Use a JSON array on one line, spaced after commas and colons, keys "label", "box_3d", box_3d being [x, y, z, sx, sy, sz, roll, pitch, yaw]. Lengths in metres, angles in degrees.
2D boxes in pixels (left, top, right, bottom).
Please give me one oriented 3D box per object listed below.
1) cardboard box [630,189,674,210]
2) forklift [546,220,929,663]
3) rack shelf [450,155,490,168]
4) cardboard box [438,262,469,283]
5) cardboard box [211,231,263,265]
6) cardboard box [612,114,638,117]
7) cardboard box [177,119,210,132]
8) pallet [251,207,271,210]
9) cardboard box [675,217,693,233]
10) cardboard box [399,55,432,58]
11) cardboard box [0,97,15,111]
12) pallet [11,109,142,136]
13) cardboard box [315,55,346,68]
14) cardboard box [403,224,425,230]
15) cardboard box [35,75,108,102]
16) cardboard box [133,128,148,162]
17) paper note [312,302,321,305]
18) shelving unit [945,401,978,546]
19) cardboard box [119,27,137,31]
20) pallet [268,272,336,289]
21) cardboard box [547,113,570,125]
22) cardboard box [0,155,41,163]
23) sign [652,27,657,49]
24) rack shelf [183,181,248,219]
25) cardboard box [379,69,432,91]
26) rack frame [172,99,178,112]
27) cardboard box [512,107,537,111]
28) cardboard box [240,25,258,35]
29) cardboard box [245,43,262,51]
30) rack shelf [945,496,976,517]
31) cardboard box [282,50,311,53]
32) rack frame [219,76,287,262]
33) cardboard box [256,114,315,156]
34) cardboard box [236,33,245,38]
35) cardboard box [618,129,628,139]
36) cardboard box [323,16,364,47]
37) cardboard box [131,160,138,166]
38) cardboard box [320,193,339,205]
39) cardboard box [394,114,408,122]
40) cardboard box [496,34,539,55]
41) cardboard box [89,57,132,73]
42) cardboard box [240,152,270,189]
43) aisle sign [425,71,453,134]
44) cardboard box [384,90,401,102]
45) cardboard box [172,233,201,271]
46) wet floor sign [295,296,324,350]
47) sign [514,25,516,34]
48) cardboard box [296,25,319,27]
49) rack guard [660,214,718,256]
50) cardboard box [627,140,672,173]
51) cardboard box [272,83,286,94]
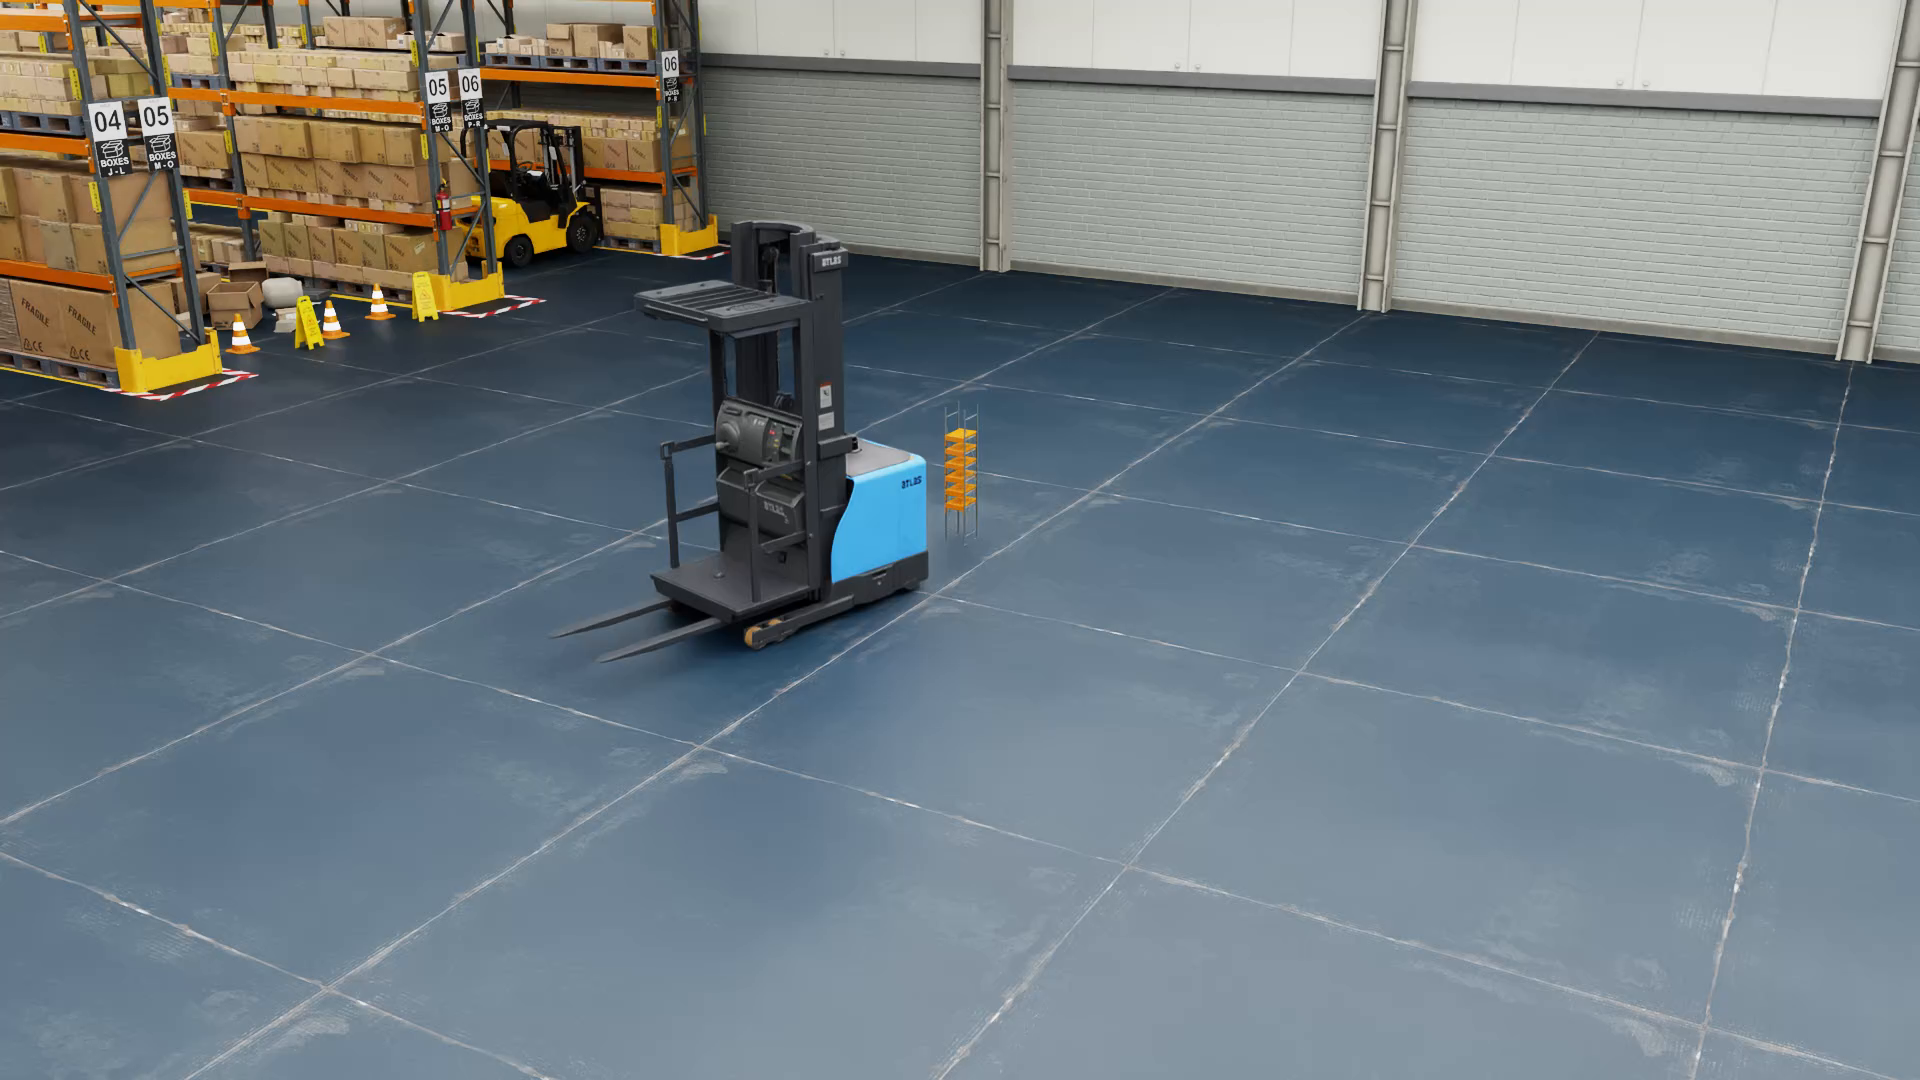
[{"label": "cardboard box", "box_3d": [-5.070, -5.611, 27.385, 0.500, 0.250, 0.500, 12, 23, 29]}, {"label": "forklift", "box_3d": [-1.645, -0.775, 12.204, 1.130, 2.935, 3.031, 19, 27, 41]}, {"label": "rack shelf", "box_3d": [-9.754, -6.912, 30.076, 4.000, 0.370, 1.077, 11, 23, 27]}, {"label": "cardboard box", "box_3d": [-7.502, -3.895, 24.122, 0.500, 0.250, 0.500, 11, 22, 27]}, {"label": "cardboard box", "box_3d": [-10.884, -4.488, 25.576, 0.625, 0.372, 0.950, 11, 23, 28]}, {"label": "cardboard box", "box_3d": [-5.605, -7.039, 27.837, 0.250, 0.149, 0.380, 12, 23, 29]}, {"label": "cardboard box", "box_3d": [-11.546, -6.249, 25.043, 0.250, 0.149, 0.380, 10, 22, 26]}, {"label": "pallet", "box_3d": [-13.194, -6.611, 32.280, 1.213, 0.211, 1.003, 11, 23, 27]}, {"label": "cardboard box", "box_3d": [-4.849, -5.297, 27.986, 0.500, 0.250, 0.500, 11, 23, 28]}, {"label": "cardboard box", "box_3d": [-7.560, -6.658, 23.121, 0.250, 0.149, 0.380, 11, 23, 27]}, {"label": "cardboard box", "box_3d": [-10.603, -4.944, 18.802, 0.250, 0.149, 0.380, 10, 22, 27]}, {"label": "pallet", "box_3d": [-9.912, -4.772, 18.854, 1.213, 0.211, 1.003, 11, 23, 27]}, {"label": "cardboard box", "box_3d": [-8.728, -6.654, 23.111, 0.250, 0.149, 0.380, 11, 23, 29]}, {"label": "cardboard box", "box_3d": [-7.982, -4.337, 24.240, 0.500, 0.500, 0.500, 10, 22, 25]}, {"label": "cardboard box", "box_3d": [-9.822, -5.006, 18.388, 0.500, 0.250, 0.500, 11, 23, 28]}, {"label": "cardboard box", "box_3d": [-12.279, -6.089, 25.553, 0.500, 0.500, 0.500, 10, 22, 25]}, {"label": "paper note", "box_3d": [-9.154, -3.358, 23.578, 0.148, 0.019, 0.142, 3, 20, 9]}, {"label": "shelving unit", "box_3d": [0.013, -0.562, 14.154, 0.189, 1.200, 0.258, 11, 23, 27]}, {"label": "cardboard box", "box_3d": [-15.997, -10.057, 32.342, 0.500, 0.250, 0.500, 10, 22, 26]}, {"label": "pallet", "box_3d": [-9.822, -4.027, 25.158, 1.213, 0.211, 1.003, 11, 23, 27]}, {"label": "cardboard box", "box_3d": [-6.711, -7.077, 27.943, 0.250, 0.149, 0.380, 11, 23, 27]}, {"label": "cardboard box", "box_3d": [-11.504, -4.268, 19.928, 0.550, 0.550, 0.875, 11, 23, 27]}, {"label": "sign", "box_3d": [-4.792, -7.882, 26.115, 0.005, 0.325, 0.100, 11, 23, 27]}, {"label": "rack shelf", "box_3d": [-12.171, -5.434, 26.001, 4.000, 0.370, 1.077, 11, 23, 27]}, {"label": "cardboard box", "box_3d": [-7.511, -6.258, 22.604, 0.500, 0.250, 0.500, 10, 22, 27]}, {"label": "rack frame", "box_3d": [-14.992, -8.248, 32.704, 0.127, 3.000, 1.000, 11, 23, 27]}, {"label": "cardboard box", "box_3d": [-7.582, -7.446, 28.960, 0.250, 0.149, 0.380, 11, 23, 27]}, {"label": "cardboard box", "box_3d": [-13.077, -9.435, 30.775, 0.250, 0.149, 0.380, 11, 23, 27]}, {"label": "cardboard box", "box_3d": [-12.942, -9.102, 30.880, 0.500, 0.250, 0.500, 11, 23, 27]}, {"label": "rack shelf", "box_3d": [0.013, -0.294, 14.251, 0.180, 0.103, 0.258, 11, 23, 27]}, {"label": "cardboard box", "box_3d": [-9.594, -7.028, 24.142, 0.250, 0.149, 0.380, 11, 23, 29]}, {"label": "rack frame", "box_3d": [-10.425, -5.439, 24.961, 0.127, 3.000, 1.000, 11, 23, 27]}, {"label": "cardboard box", "box_3d": [-9.712, -5.867, 24.091, 0.500, 0.500, 0.700, 11, 23, 28]}, {"label": "cardboard box", "box_3d": [-13.571, -9.368, 31.000, 0.250, 0.149, 0.380, 11, 23, 28]}, {"label": "cardboard box", "box_3d": [-5.389, -6.674, 27.266, 0.250, 0.149, 0.380, 11, 23, 28]}, {"label": "cardboard box", "box_3d": [-10.986, -9.091, 29.721, 0.500, 0.500, 0.500, 11, 23, 28]}, {"label": "cardboard box", "box_3d": [-12.799, -5.889, 25.955, 0.250, 0.149, 0.380, 12, 23, 30]}, {"label": "cardboard box", "box_3d": [-8.961, -4.924, 23.910, 0.250, 0.149, 0.380, 11, 23, 27]}, {"label": "cardboard box", "box_3d": [-9.813, -7.485, 29.503, 0.250, 0.149, 0.380, 10, 22, 26]}, {"label": "cardboard box", "box_3d": [-7.400, -8.319, 27.870, 0.500, 0.311, 0.500, 11, 23, 28]}, {"label": "cardboard box", "box_3d": [-9.613, -5.387, 18.855, 0.250, 0.149, 0.380, 11, 23, 28]}, {"label": "cardboard box", "box_3d": [-10.177, -5.470, 24.463, 0.500, 0.500, 0.500, 11, 23, 27]}, {"label": "aisle sign", "box_3d": [-7.020, -5.900, 22.418, 0.004, 0.787, 0.394, 11, 23, 27]}, {"label": "cardboard box", "box_3d": [-7.614, -6.074, 22.680, 0.250, 0.149, 0.380, 11, 23, 28]}, {"label": "cardboard box", "box_3d": [-11.267, -4.085, 23.784, 0.500, 0.500, 0.500, 11, 23, 27]}, {"label": "wet floor sign", "box_3d": [-8.268, -2.762, 21.032, 0.232, 0.644, 0.267, 7, 21, 18]}, {"label": "sign", "box_3d": [-7.738, -8.773, 28.880, 0.005, 0.325, 0.100, 11, 23, 27]}, {"label": "cardboard box", "box_3d": [-12.109, -9.485, 30.914, 0.250, 0.149, 0.380, 11, 23, 27]}, {"label": "rack guard", "box_3d": [-4.495, -5.073, 27.618, 0.348, 0.500, 1.175, 11, 23, 27]}, {"label": "cardboard box", "box_3d": [-5.073, -6.303, 27.196, 0.500, 0.500, 0.500, 10, 22, 26]}, {"label": "cardboard box", "box_3d": [-9.602, -6.484, 23.812, 0.250, 0.149, 0.380, 12, 23, 29]}]
